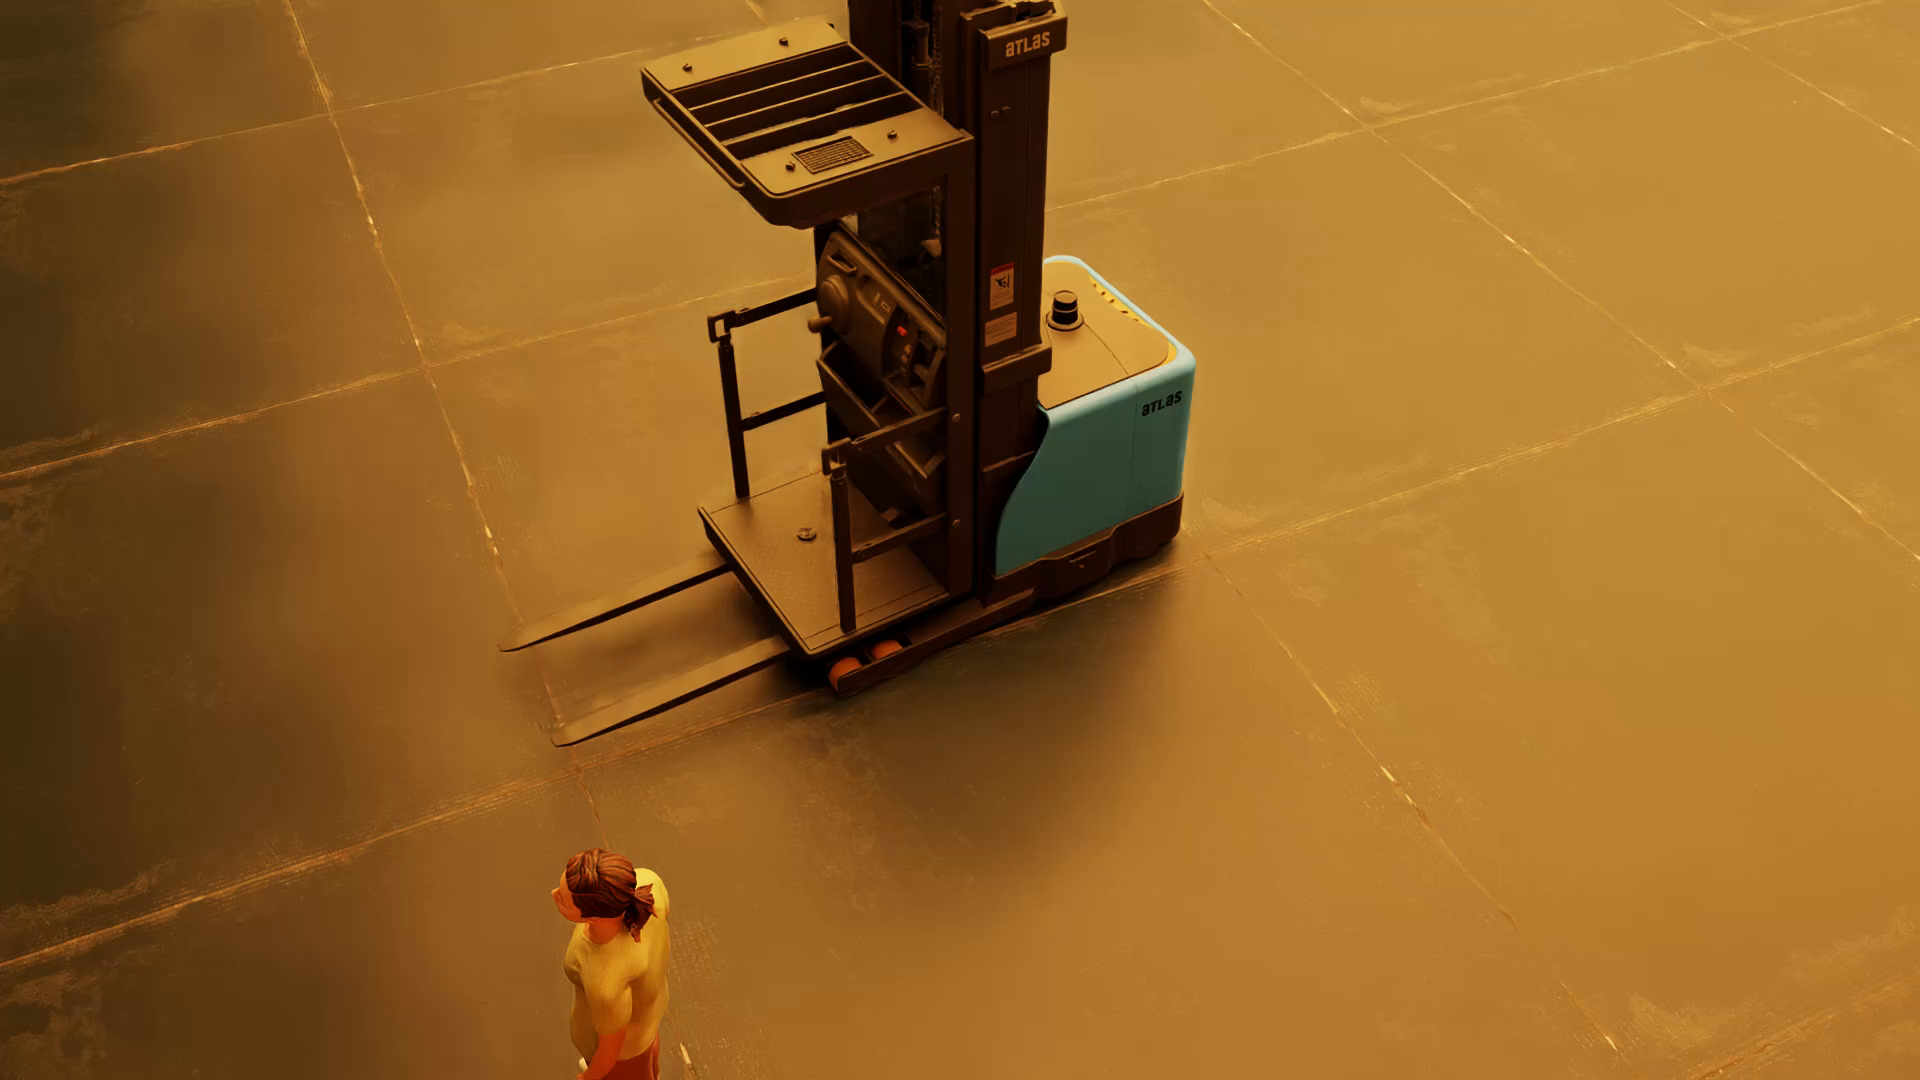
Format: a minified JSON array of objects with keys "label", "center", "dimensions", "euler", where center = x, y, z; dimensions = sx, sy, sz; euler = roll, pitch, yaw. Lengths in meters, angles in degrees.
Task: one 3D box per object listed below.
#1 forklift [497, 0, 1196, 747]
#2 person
[{"label":"forklift","center":[-0.498,-0.821,6.560],"dimensions":[3.031,2.935,1.130],"euler":[-23,48,-23]},{"label":"person","center":[-1.097,1.428,5.059],"dimensions":[0.549,1.673,0.552],"euler":[6,43,7]}]
